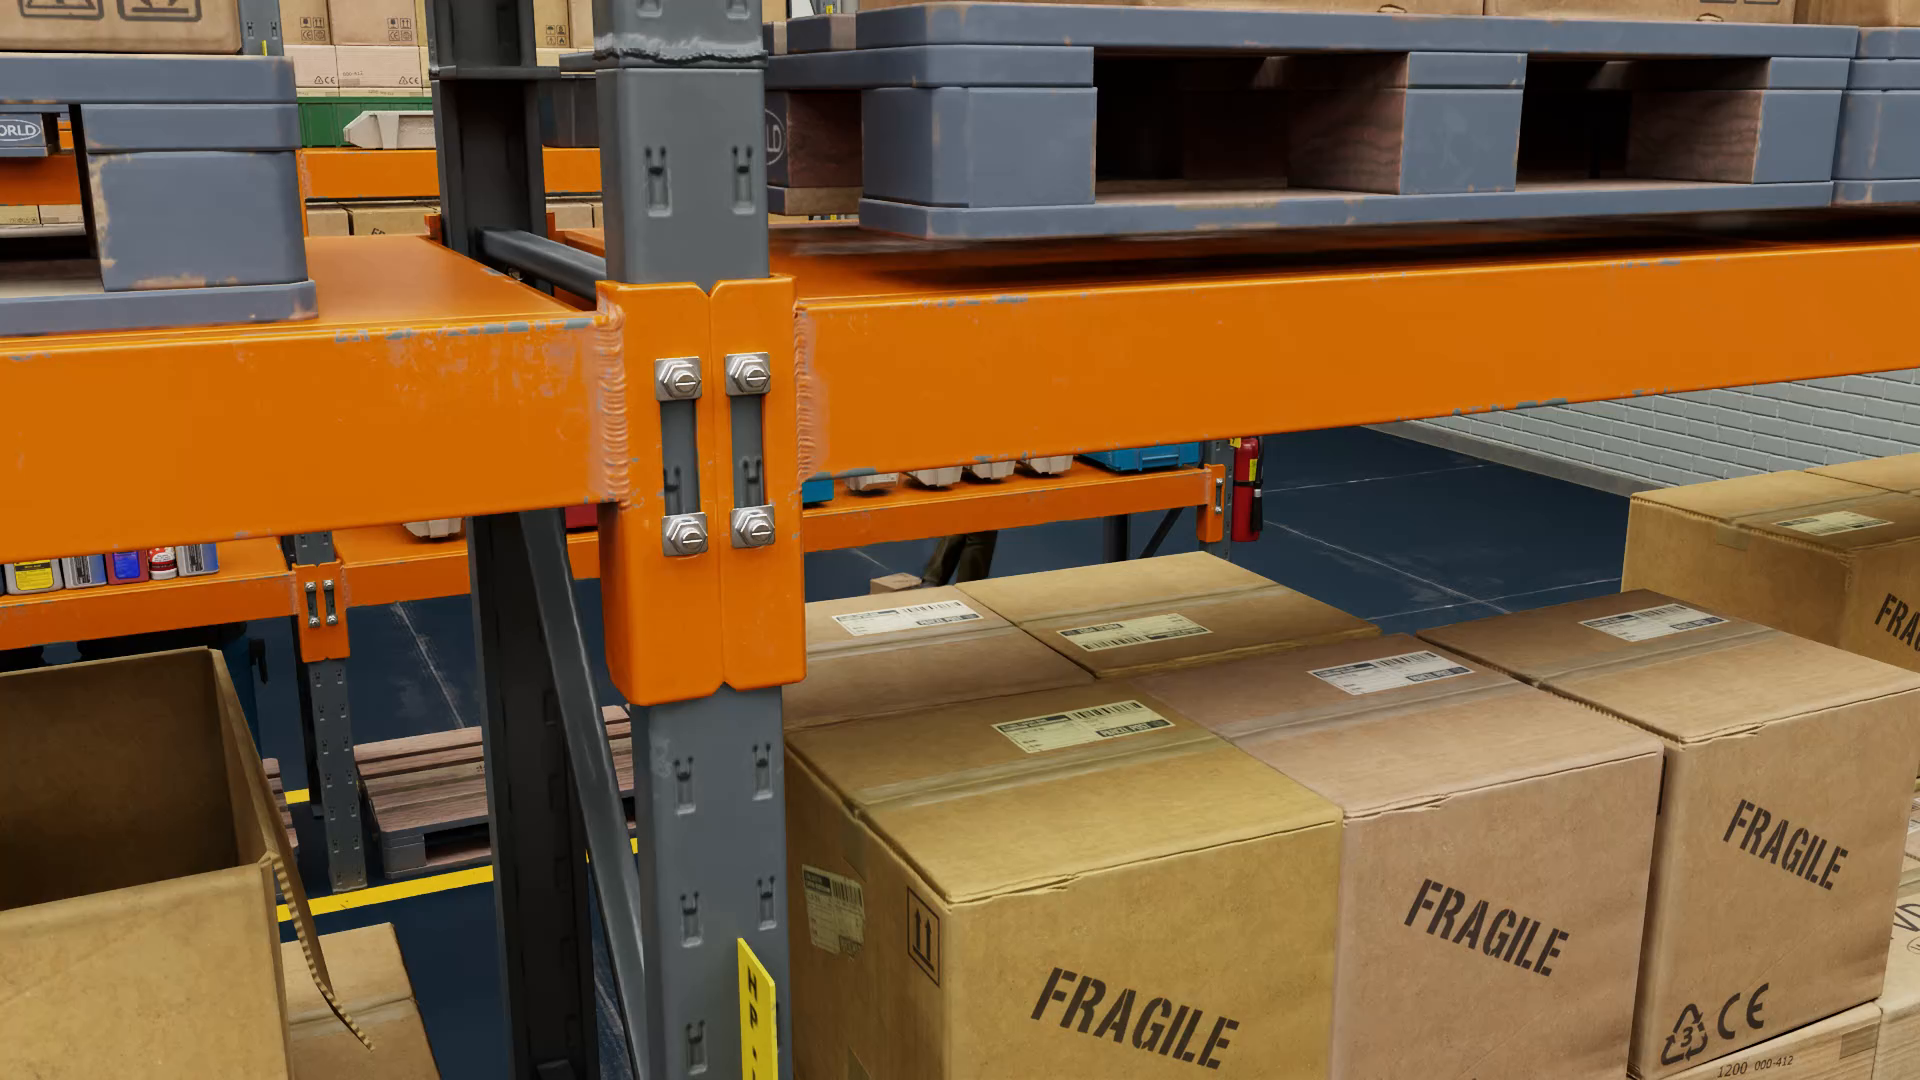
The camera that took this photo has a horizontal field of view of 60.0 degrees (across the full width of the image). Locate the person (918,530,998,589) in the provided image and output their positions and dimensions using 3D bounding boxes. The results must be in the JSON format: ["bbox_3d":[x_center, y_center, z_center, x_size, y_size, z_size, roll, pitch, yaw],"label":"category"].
[{"bbox_3d":[0.045,-0.366,9.494,0.549,1.772,0.720,-13,20,-40],"label":"person"}]
